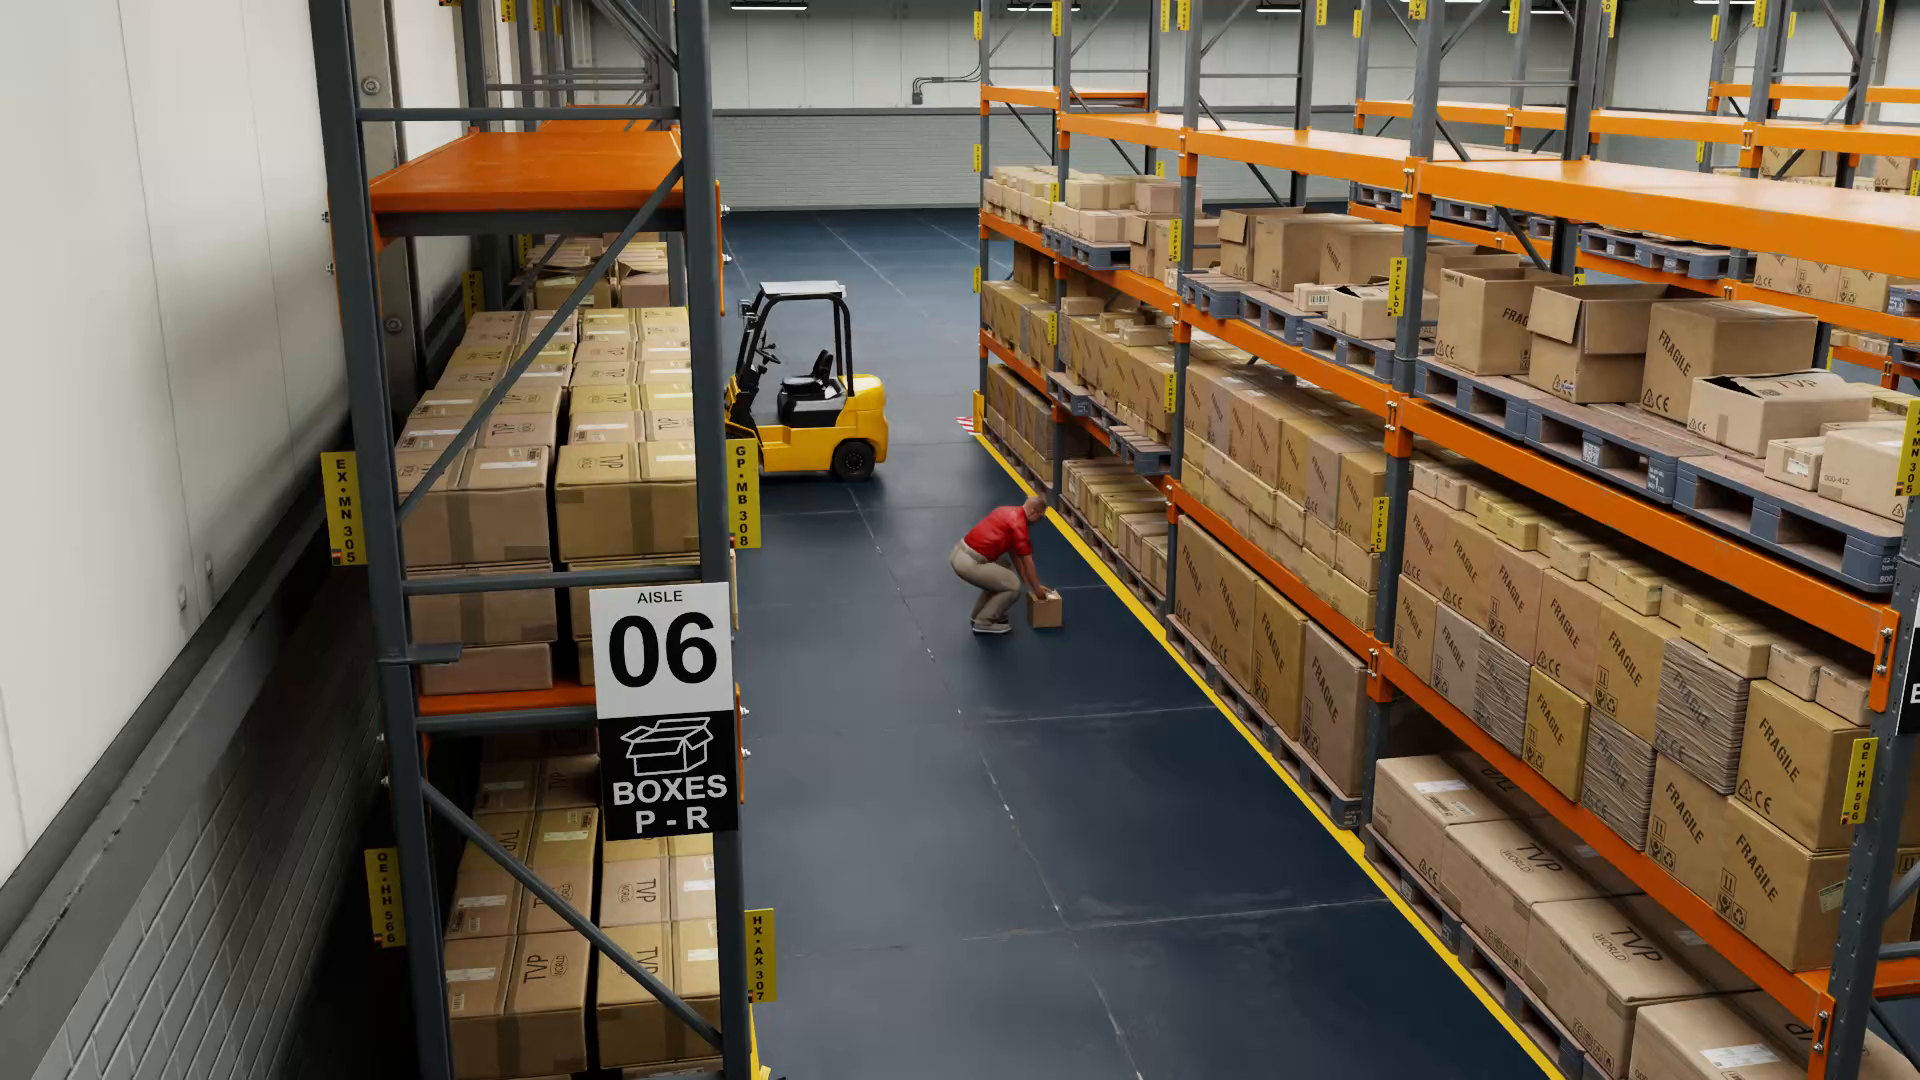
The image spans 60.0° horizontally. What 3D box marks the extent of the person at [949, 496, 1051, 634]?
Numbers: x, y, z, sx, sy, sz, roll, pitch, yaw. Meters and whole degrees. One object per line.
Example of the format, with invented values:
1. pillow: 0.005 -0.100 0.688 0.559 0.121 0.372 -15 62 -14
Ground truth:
1. person: 0.324 0.189 14.023 0.830 1.114 0.576 -3 17 -11
